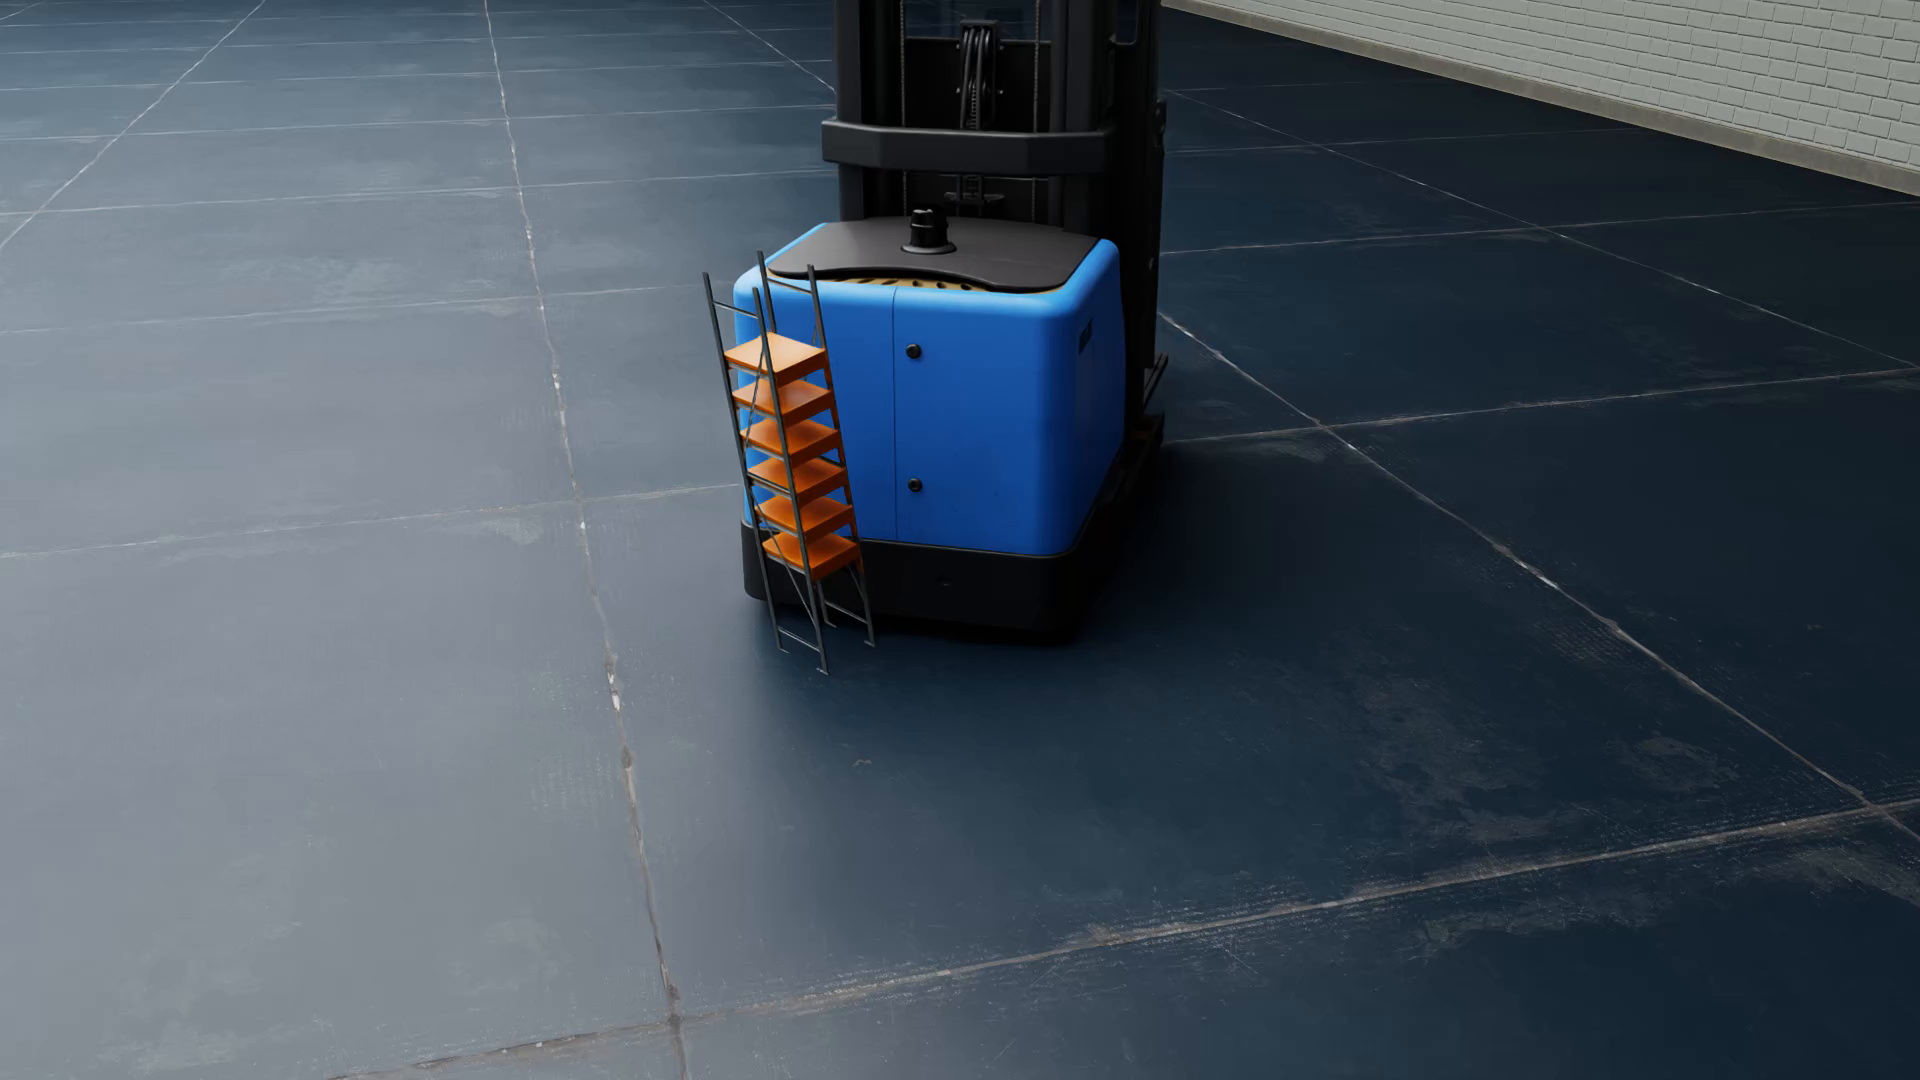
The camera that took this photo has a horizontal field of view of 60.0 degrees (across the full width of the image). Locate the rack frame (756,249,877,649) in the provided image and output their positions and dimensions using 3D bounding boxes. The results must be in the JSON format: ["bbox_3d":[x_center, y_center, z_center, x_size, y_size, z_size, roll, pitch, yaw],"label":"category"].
[{"bbox_3d":[-0.399,-0.233,4.715,0.006,1.200,0.240,-30,36,-34],"label":"rack frame"}]

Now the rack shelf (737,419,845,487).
[{"bbox_3d":[-0.473,-0.261,4.626,0.180,0.103,0.258,-30,36,-34],"label":"rack shelf"}]

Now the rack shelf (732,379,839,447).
[{"bbox_3d":[-0.487,-0.365,4.568,0.180,0.103,0.258,-30,36,-34],"label":"rack shelf"}]

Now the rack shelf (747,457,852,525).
[{"bbox_3d":[-0.460,-0.157,4.685,0.180,0.103,0.258,-30,36,-34],"label":"rack shelf"}]

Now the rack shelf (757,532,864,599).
[{"bbox_3d":[-0.432,0.051,4.802,0.180,0.103,0.258,-30,36,-34],"label":"rack shelf"}]

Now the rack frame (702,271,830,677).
[{"bbox_3d":[-0.530,-0.158,4.612,0.006,1.200,0.240,-30,36,-34],"label":"rack frame"}]

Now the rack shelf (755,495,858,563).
[{"bbox_3d":[-0.446,-0.053,4.744,0.180,0.103,0.258,-30,36,-34],"label":"rack shelf"}]

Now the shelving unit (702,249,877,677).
[{"bbox_3d":[-0.465,-0.195,4.663,0.189,1.200,0.258,-30,36,-34],"label":"shelving unit"}]

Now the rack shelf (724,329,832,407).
[{"bbox_3d":[-0.501,-0.469,4.509,0.180,0.103,0.258,-30,36,-34],"label":"rack shelf"}]

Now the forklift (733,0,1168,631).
[{"bbox_3d":[0.181,-1.629,5.830,1.130,2.935,3.031,6,24,13],"label":"forklift"}]
